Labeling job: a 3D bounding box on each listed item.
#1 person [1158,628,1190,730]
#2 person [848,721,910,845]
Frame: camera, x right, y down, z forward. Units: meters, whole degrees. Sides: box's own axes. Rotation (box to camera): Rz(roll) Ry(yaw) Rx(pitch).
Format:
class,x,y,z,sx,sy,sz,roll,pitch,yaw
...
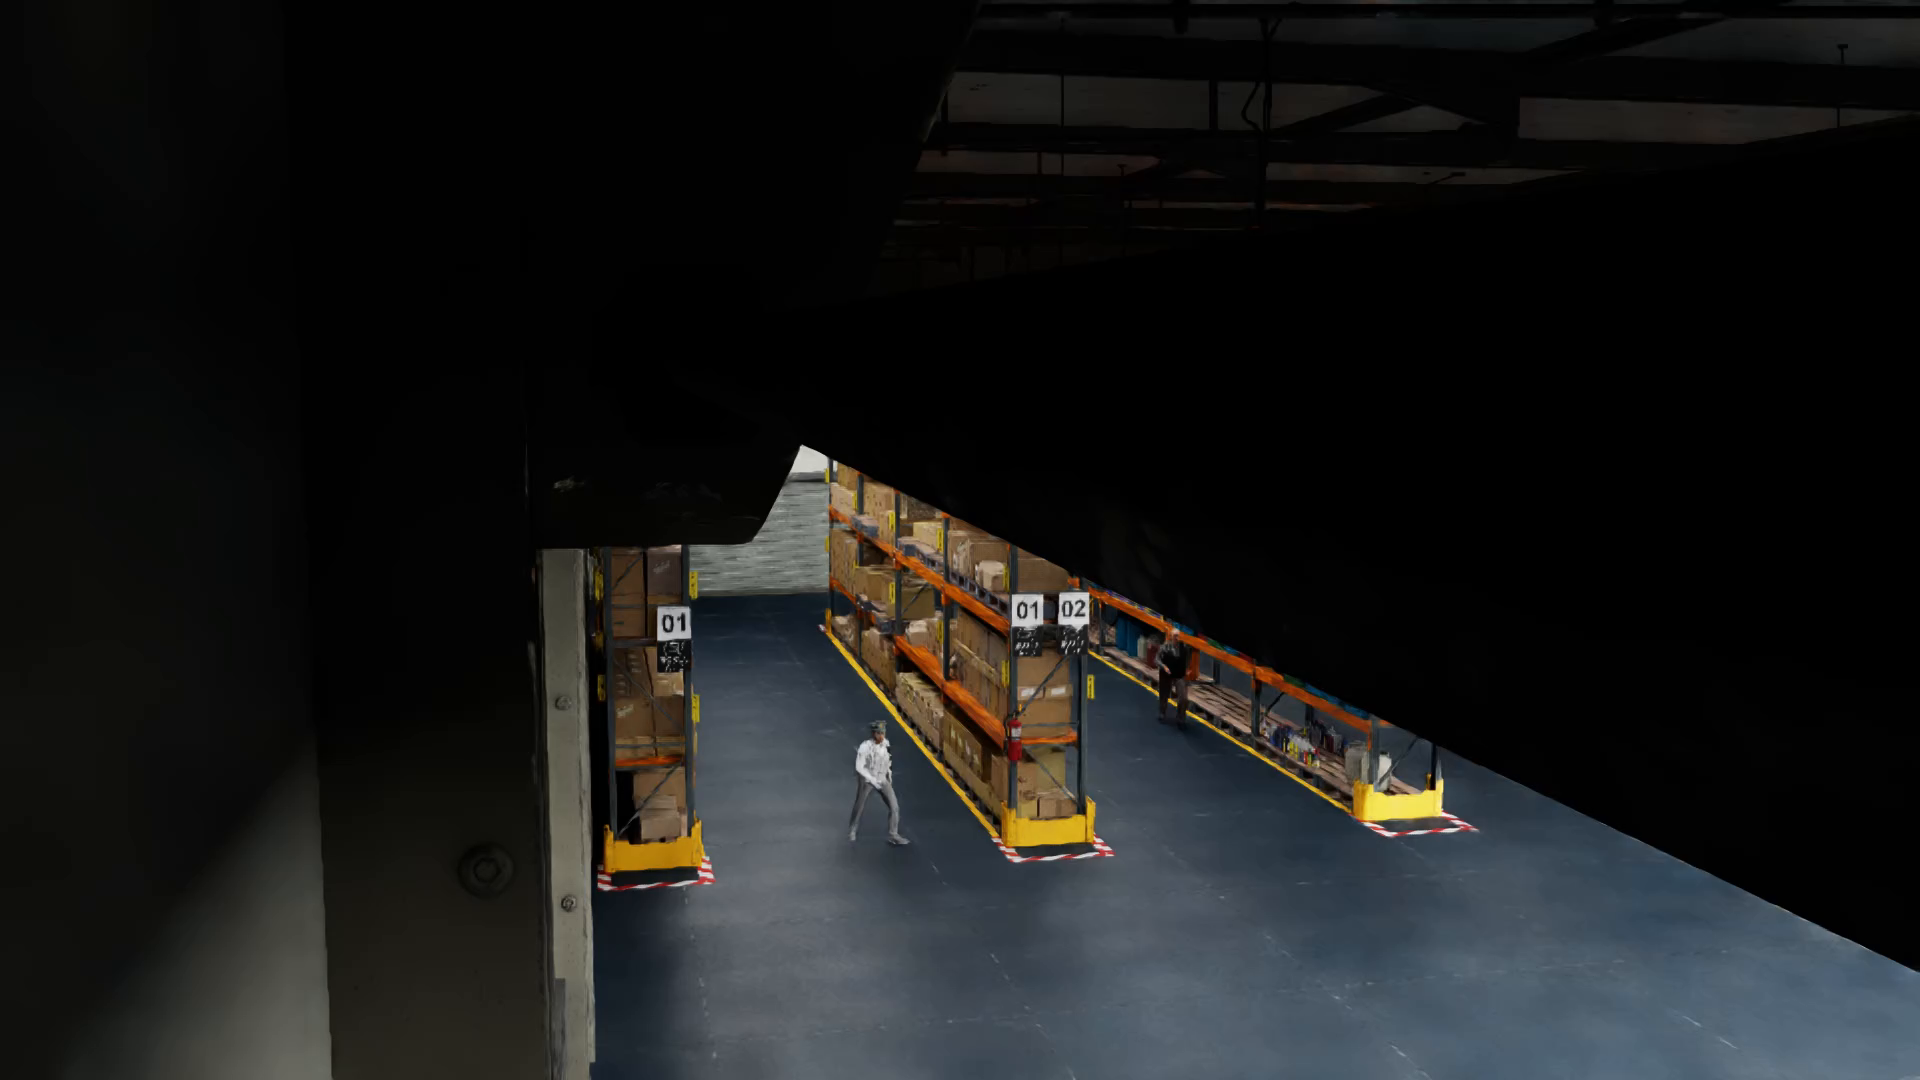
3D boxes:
class,x,y,z,sx,sy,sz,roll,pitch,yaw
person,3.548,2.249,27.458,0.601,1.651,0.866,-1,7,-7
person,-1.065,3.032,21.039,0.588,1.607,0.801,-4,8,-29
